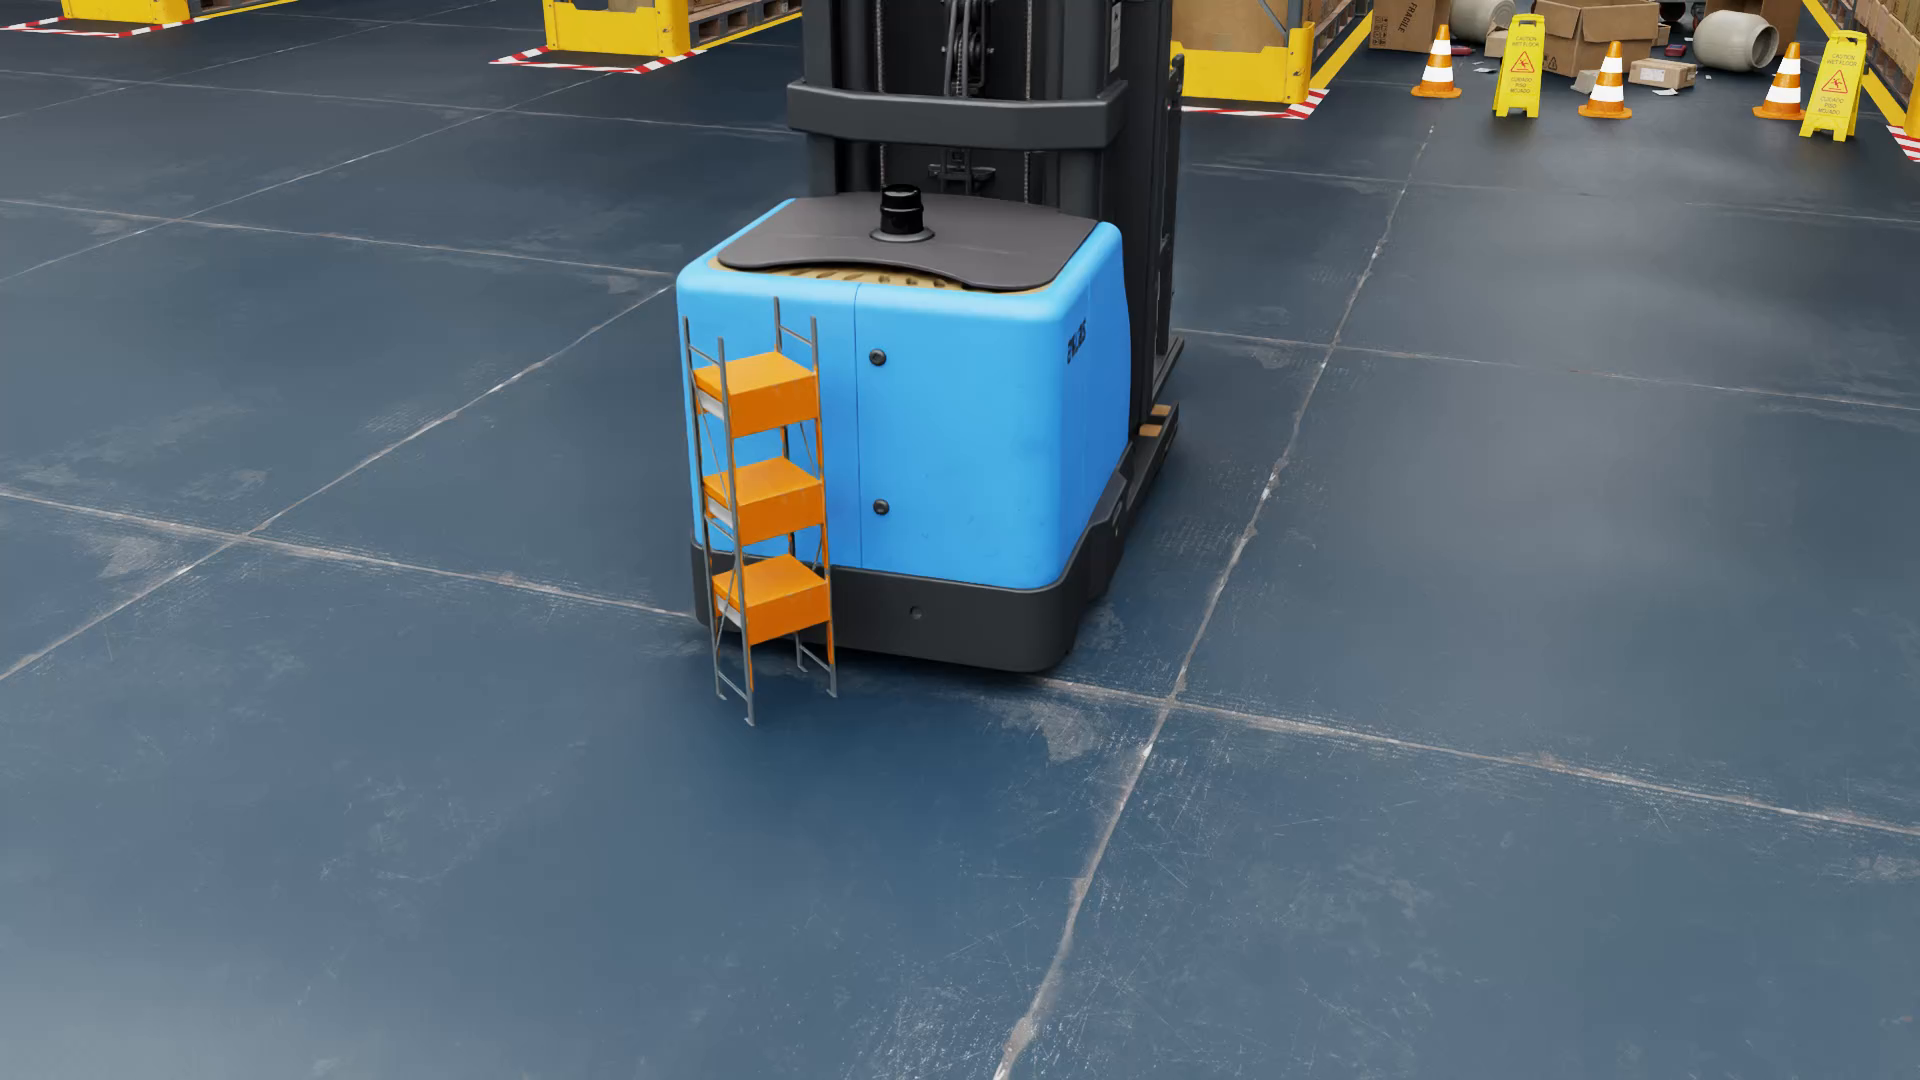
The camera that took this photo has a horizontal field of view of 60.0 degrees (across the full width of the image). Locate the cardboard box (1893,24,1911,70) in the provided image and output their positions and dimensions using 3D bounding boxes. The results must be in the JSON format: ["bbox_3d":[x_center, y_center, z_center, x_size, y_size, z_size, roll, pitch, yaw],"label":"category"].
[{"bbox_3d":[6.763,-3.371,11.443,0.500,0.250,0.500,9,27,18],"label":"cardboard box"}]

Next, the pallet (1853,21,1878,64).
[{"bbox_3d":[7.709,-3.944,13.153,1.003,0.211,1.213,9,27,17],"label":"pallet"}]

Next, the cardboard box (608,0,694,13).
[{"bbox_3d":[-2.554,-4.591,13.677,0.500,0.500,0.500,14,29,27],"label":"cardboard box"}]

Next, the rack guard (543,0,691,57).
[{"bbox_3d":[-2.752,-4.179,13.308,1.175,0.500,0.348,9,27,17],"label":"rack guard"}]

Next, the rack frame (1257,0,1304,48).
[{"bbox_3d":[1.866,-4.513,11.128,1.000,3.000,0.127,9,27,17],"label":"rack frame"}]

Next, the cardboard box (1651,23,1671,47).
[{"bbox_3d":[5.604,-4.226,13.673,0.258,0.266,0.396,-9,27,-18],"label":"cardboard box"}]

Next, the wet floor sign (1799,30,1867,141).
[{"bbox_3d":[5.495,-2.854,10.403,0.267,0.644,0.232,20,32,35],"label":"wet floor sign"}]

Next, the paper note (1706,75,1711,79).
[{"bbox_3d":[5.549,-3.433,12.329,0.032,0.001,0.123,9,27,17],"label":"paper note"}]

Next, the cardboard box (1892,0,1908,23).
[{"bbox_3d":[6.933,-3.914,11.704,0.500,0.500,0.500,8,27,16],"label":"cardboard box"}]

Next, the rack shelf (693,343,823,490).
[{"bbox_3d":[-0.495,-0.303,4.039,0.240,0.259,0.215,-17,31,-30],"label":"rack shelf"}]

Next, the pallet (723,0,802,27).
[{"bbox_3d":[-2.041,-4.878,15.082,1.003,0.211,1.213,9,27,17],"label":"pallet"}]

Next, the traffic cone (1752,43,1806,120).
[{"bbox_3d":[5.494,-3.058,11.035,0.336,0.463,0.334,9,27,17],"label":"traffic cone"}]

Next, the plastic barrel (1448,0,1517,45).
[{"bbox_3d":[4.266,-4.308,13.662,0.421,0.421,0.512,-14,29,-27],"label":"plastic barrel"}]

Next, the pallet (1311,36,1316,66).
[{"bbox_3d":[2.058,-3.597,12.438,1.003,0.211,1.213,9,27,17],"label":"pallet"}]

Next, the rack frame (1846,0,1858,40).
[{"bbox_3d":[7.899,-5.480,13.126,1.000,3.000,0.127,9,27,17],"label":"rack frame"}]

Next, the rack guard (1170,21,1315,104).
[{"bbox_3d":[1.858,-3.378,11.652,1.175,0.500,0.348,9,27,17],"label":"rack guard"}]

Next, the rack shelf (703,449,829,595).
[{"bbox_3d":[-0.491,-0.049,4.165,0.240,0.259,0.215,-17,31,-30],"label":"rack shelf"}]

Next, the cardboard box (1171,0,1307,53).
[{"bbox_3d":[2.029,-4.033,12.095,0.875,0.875,0.875,9,27,18],"label":"cardboard box"}]

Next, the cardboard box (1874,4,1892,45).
[{"bbox_3d":[7.107,-3.789,12.306,0.500,0.250,0.500,8,27,17],"label":"cardboard box"}]

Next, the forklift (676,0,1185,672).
[{"bbox_3d":[0.152,-1.592,5.175,1.130,2.935,3.031,7,27,14],"label":"forklift"}]

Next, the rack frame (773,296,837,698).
[{"bbox_3d":[-0.390,-0.090,4.221,0.008,1.050,0.200,-17,31,-30],"label":"rack frame"}]

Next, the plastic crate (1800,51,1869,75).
[{"bbox_3d":[6.603,-3.640,12.675,0.402,0.080,0.583,0,26,-1],"label":"plastic crate"}]

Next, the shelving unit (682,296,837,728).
[{"bbox_3d":[-0.491,-0.058,4.161,0.252,1.050,0.215,-17,31,-30],"label":"shelving unit"}]

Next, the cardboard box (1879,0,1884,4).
[{"bbox_3d":[7.281,-4.344,12.593,0.500,0.500,0.500,10,28,20],"label":"cardboard box"}]

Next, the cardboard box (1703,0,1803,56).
[{"bbox_3d":[6.259,-4.113,13.168,0.500,0.500,0.500,-14,29,-27],"label":"cardboard box"}]

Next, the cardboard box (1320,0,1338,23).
[{"bbox_3d":[2.626,-4.770,13.615,0.875,0.875,0.875,9,27,18],"label":"cardboard box"}]

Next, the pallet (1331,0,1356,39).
[{"bbox_3d":[2.870,-4.600,14.509,1.003,0.211,1.213,9,27,17],"label":"pallet"}]

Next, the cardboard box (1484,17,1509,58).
[{"bbox_3d":[4.362,-3.952,13.108,0.396,0.266,0.258,14,29,26],"label":"cardboard box"}]

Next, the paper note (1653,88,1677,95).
[{"bbox_3d":[5.005,-3.177,11.777,0.148,0.019,0.142,0,26,-1],"label":"paper note"}]

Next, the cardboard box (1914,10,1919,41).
[{"bbox_3d":[6.588,-3.492,10.833,0.500,0.500,0.500,9,27,18],"label":"cardboard box"}]

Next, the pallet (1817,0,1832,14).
[{"bbox_3d":[8.561,-5.048,15.434,1.003,0.211,1.213,9,27,17],"label":"pallet"}]

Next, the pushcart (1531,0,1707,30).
[{"bbox_3d":[5.732,-4.610,14.338,1.648,0.377,0.936,0,26,-1],"label":"pushcart"}]

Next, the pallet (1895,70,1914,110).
[{"bbox_3d":[6.897,-2.941,11.082,1.003,0.211,1.213,9,27,17],"label":"pallet"}]

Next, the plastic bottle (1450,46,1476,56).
[{"bbox_3d":[3.940,-3.887,13.209,0.283,0.061,0.133,0,26,-1],"label":"plastic bottle"}]

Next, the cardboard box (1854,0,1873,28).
[{"bbox_3d":[7.448,-4.228,13.214,0.500,0.250,0.500,7,27,15],"label":"cardboard box"}]
